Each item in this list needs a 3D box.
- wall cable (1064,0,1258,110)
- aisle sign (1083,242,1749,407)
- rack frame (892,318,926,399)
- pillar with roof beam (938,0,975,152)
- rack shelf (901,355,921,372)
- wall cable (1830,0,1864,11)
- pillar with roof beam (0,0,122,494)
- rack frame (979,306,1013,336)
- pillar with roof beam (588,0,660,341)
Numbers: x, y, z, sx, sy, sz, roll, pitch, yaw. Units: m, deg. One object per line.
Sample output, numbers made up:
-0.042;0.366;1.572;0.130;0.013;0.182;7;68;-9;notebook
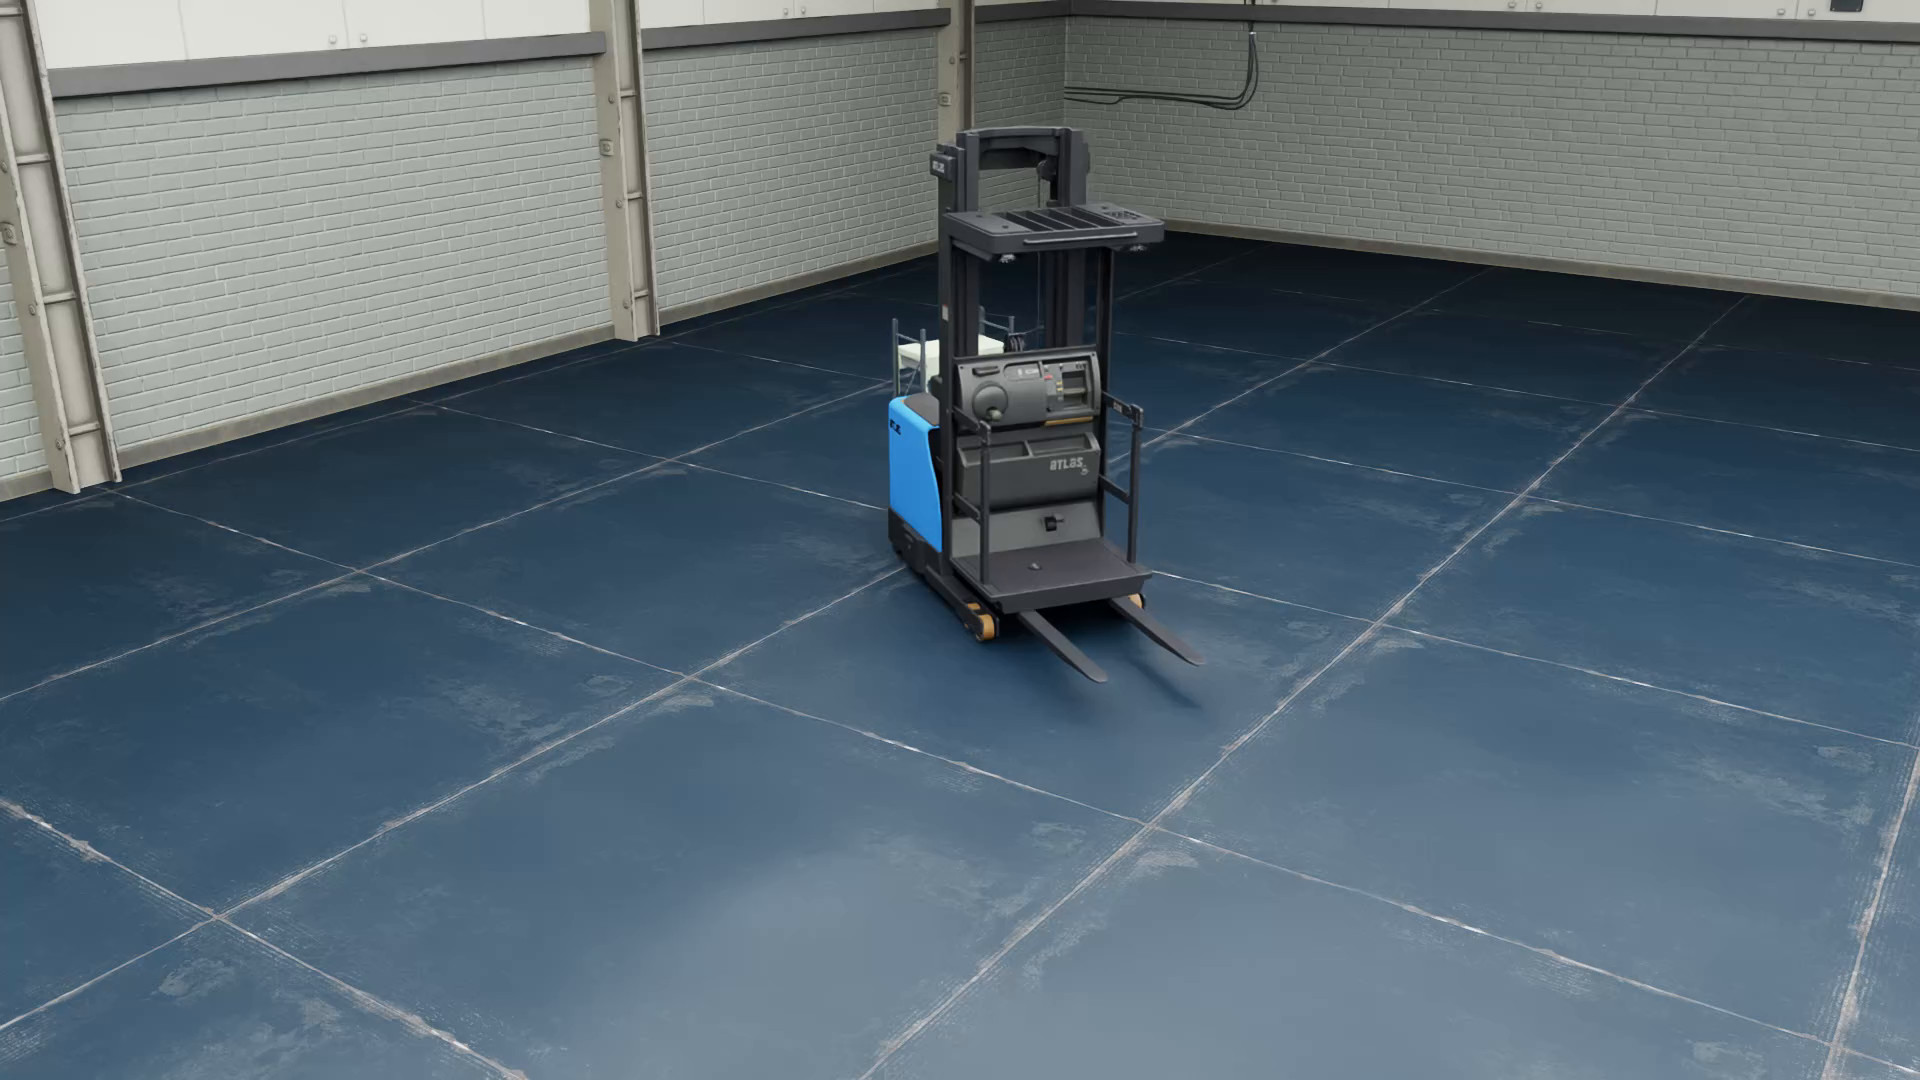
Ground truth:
2.701;-7.233;22.823;3.097;2.526;0.112;13;24;32;wall cable
5.174;-2.650;18.928;6.000;0.001;6.000;13;24;32;aisle sign
-0.353;-0.787;11.731;0.023;1.500;0.400;-13;24;-31;rack frame
0.782;-1.637;3.148;22.890;9.050;30.400;13;24;32;pillar with roof beam
-0.048;-1.290;11.760;0.664;0.071;0.332;-13;24;-31;rack shelf
10.544;-8.428;16.677;2.305;6.003;0.169;13;24;32;wall cable
-3.234;-3.819;9.119;9.100;9.000;0.400;13;24;32;pillar with roof beam
0.257;-0.927;12.109;0.023;1.500;0.400;-13;24;-31;rack frame
0.139;-5.541;13.773;9.100;9.000;0.400;13;24;32;pillar with roof beam
